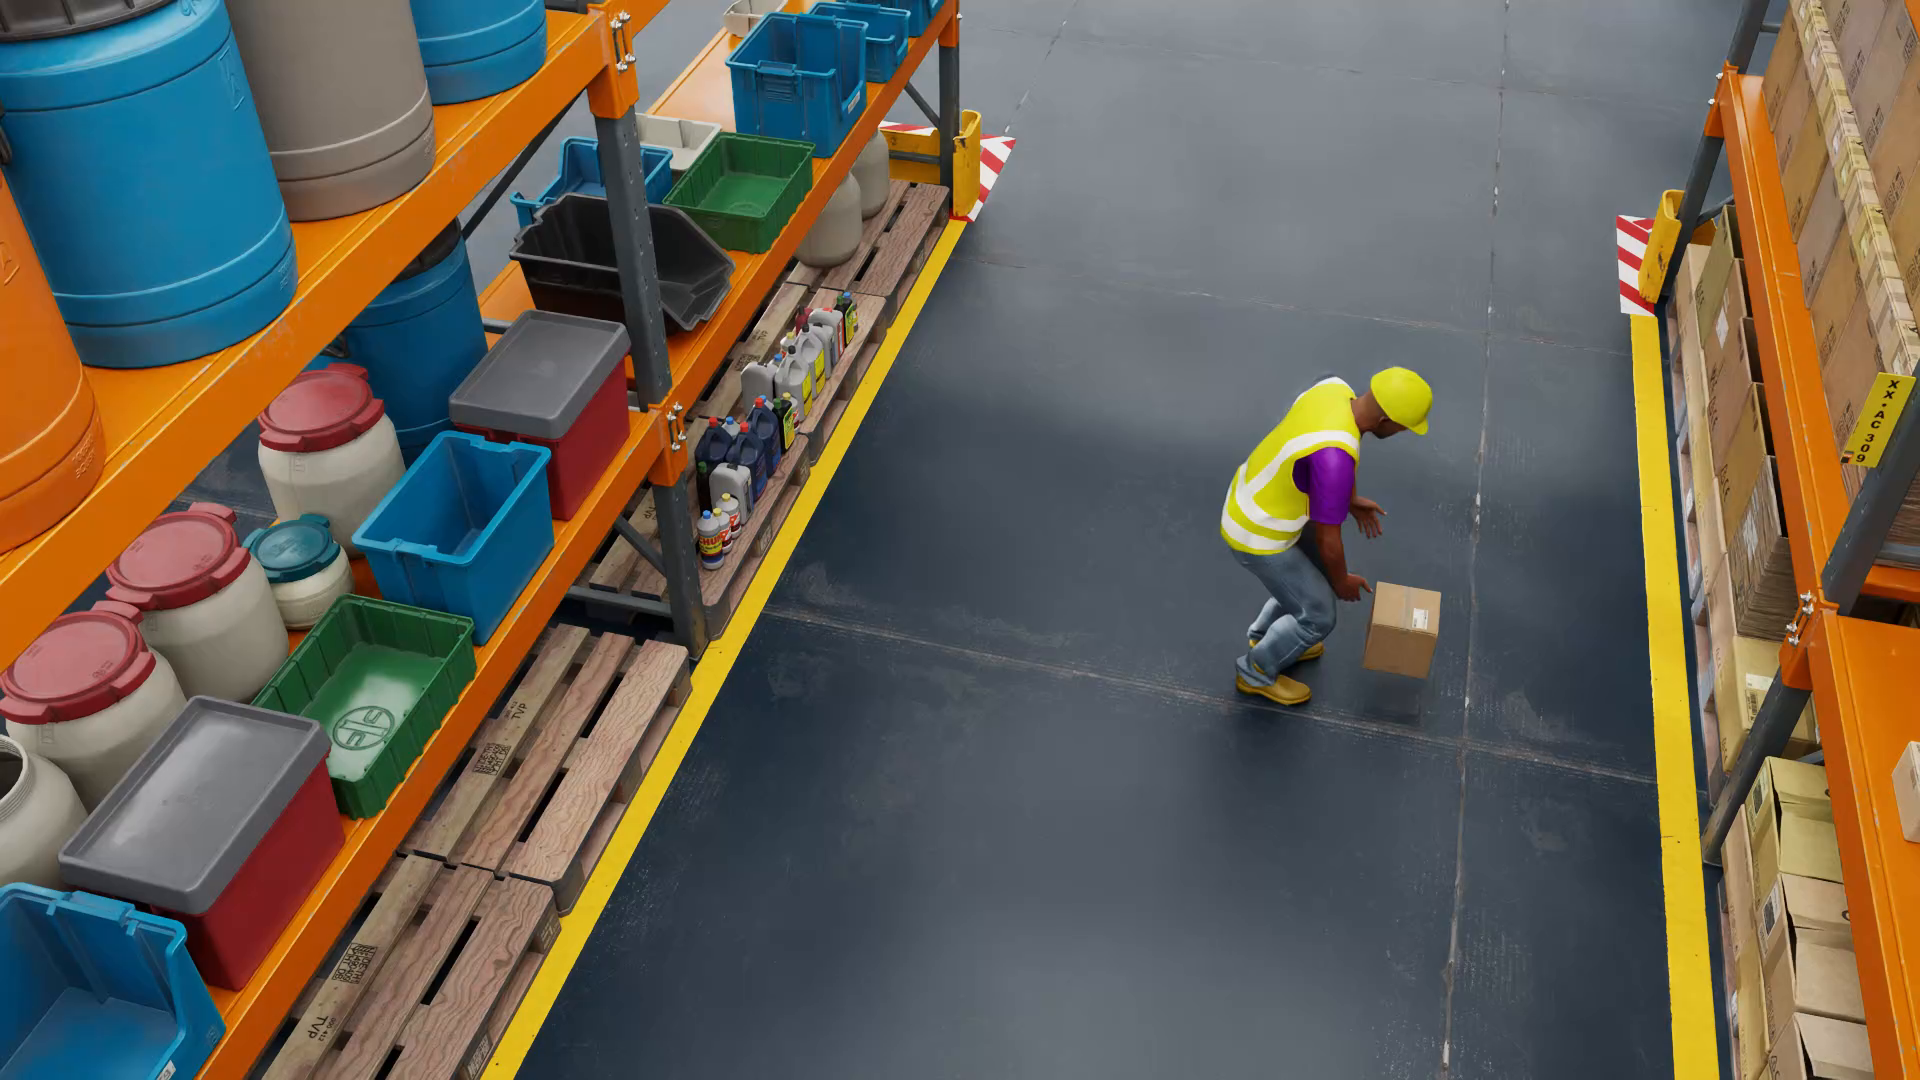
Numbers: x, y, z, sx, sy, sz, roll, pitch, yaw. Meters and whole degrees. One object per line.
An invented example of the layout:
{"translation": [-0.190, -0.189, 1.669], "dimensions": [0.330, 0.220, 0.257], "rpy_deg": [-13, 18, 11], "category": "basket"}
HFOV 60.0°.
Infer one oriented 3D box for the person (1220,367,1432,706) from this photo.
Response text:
{"translation": [1.353, -0.059, 6.399], "dimensions": [0.687, 1.517, 0.627], "rpy_deg": [10, 42, 12], "category": "person"}
